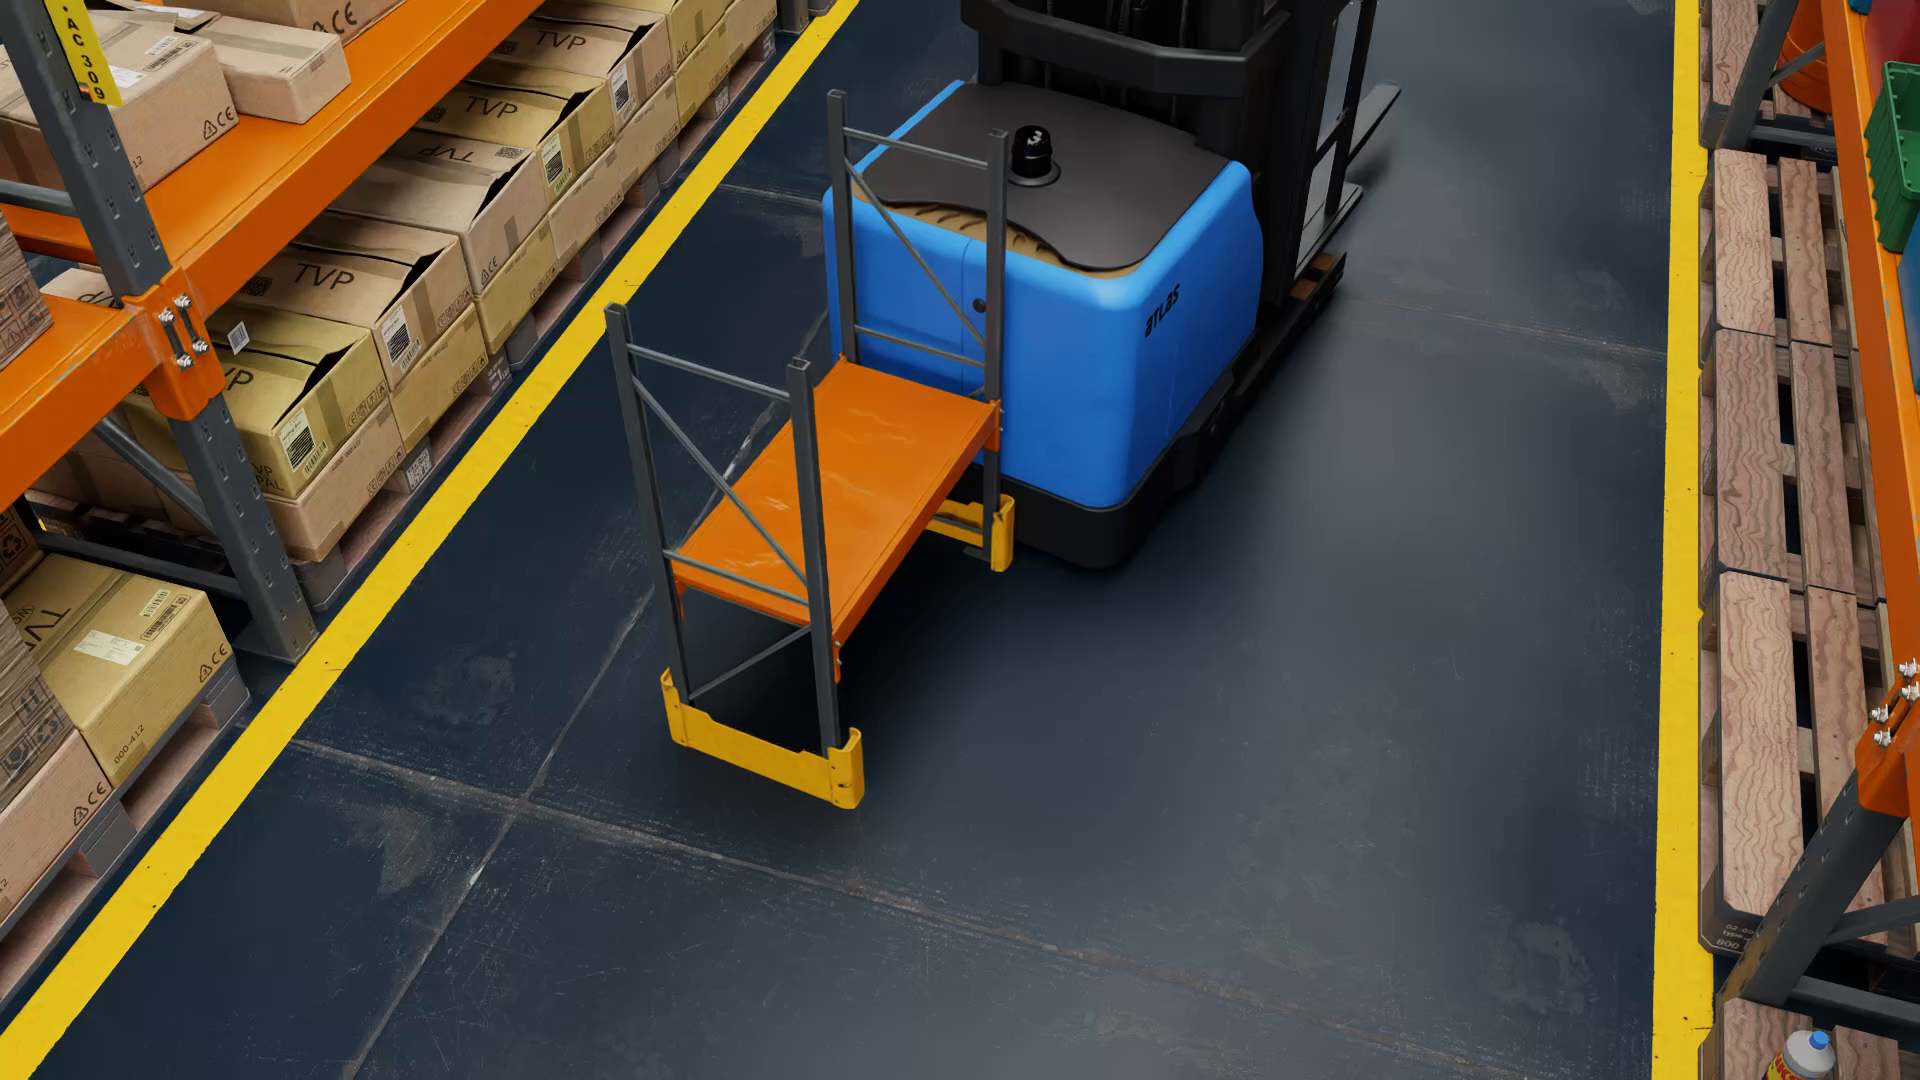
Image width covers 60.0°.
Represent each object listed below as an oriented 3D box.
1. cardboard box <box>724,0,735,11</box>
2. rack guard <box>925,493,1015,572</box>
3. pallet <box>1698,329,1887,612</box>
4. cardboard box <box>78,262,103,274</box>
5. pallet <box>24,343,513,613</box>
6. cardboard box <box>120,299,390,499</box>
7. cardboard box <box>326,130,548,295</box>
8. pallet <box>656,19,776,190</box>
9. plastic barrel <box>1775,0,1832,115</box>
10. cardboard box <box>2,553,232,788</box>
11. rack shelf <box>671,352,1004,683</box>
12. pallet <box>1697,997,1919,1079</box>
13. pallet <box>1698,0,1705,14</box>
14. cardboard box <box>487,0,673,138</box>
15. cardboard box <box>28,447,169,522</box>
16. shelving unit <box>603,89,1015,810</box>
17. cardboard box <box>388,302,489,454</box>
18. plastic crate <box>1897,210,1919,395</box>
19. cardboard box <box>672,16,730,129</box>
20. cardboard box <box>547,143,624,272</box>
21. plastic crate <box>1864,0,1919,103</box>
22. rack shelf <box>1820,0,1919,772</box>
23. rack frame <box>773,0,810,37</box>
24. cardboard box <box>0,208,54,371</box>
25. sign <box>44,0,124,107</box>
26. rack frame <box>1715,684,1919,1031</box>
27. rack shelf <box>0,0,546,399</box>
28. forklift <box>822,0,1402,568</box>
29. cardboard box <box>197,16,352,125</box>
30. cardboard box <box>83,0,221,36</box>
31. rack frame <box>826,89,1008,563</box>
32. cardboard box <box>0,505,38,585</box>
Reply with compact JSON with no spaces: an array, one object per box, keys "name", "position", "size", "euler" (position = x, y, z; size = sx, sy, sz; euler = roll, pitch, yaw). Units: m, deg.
[{"name":"cardboard box","position":[-1.114,-2.483,6.908],"size":[0.500,0.311,0.500],"euler":[14,46,14]},{"name":"rack guard","position":[-0.112,-0.098,5.171],"size":[0.587,0.250,0.087],"euler":[18,47,18]},{"name":"pallet","position":[2.887,-0.150,5.252],"size":[1.003,0.211,1.213],"euler":[13,46,13]},{"name":"cardboard box","position":[-2.401,-0.897,5.287],"size":[0.500,0.311,0.500],"euler":[14,46,14]},{"name":"pallet","position":[-2.216,-0.353,5.460],"size":[1.003,0.211,1.213],"euler":[13,46,13]},{"name":"cardboard box","position":[-2.039,-0.441,4.821],"size":[0.500,0.311,0.500],"euler":[13,46,13]},{"name":"cardboard box","position":[-1.727,-1.119,5.513],"size":[0.500,0.311,0.500],"euler":[11,45,11]},{"name":"pallet","position":[-1.477,-1.980,7.122],"size":[1.003,0.211,1.213],"euler":[13,46,13]},{"name":"plastic barrel","position":[3.661,-2.169,6.574],"size":[0.600,0.830,0.708],"euler":[13,46,13]},{"name":"cardboard box","position":[-2.334,0.337,4.426],"size":[0.500,0.250,0.500],"euler":[13,46,13]},{"name":"rack shelf","position":[-0.328,-0.095,4.532],"size":[0.538,0.185,1.000],"euler":[18,47,18]},{"name":"pallet","position":[2.075,1.637,3.427],"size":[1.003,0.211,1.213],"euler":[13,46,13]},{"name":"pallet","position":[4.100,-2.813,7.974],"size":[1.003,0.211,1.213],"euler":[13,46,13]},{"name":"cardboard box","position":[-1.421,-1.800,6.209],"size":[0.500,0.311,0.500],"euler":[12,46,12]},{"name":"cardboard box","position":[-2.552,-0.356,5.135],"size":[0.500,0.250,0.500],"euler":[12,46,12]},{"name":"shelving unit","position":[-0.324,-0.229,4.412],"size":[0.587,1.500,1.083],"euler":[18,47,18]},{"name":"cardboard box","position":[-1.887,-0.575,5.358],"size":[0.500,0.250,0.500],"euler":[14,46,14]},{"name":"plastic crate","position":[2.356,-0.594,3.724],"size":[0.392,0.384,0.575],"euler":[13,46,13]},{"name":"cardboard box","position":[-1.270,-1.938,6.751],"size":[0.500,0.250,0.500],"euler":[12,46,12]},{"name":"cardboard box","position":[-1.578,-1.259,6.058],"size":[0.500,0.250,0.500],"euler":[13,46,13]},{"name":"plastic crate","position":[2.748,-1.476,4.568],"size":[0.402,0.464,0.583],"euler":[13,46,13]},{"name":"rack shelf","position":[2.924,-0.875,4.514],"size":[1.077,0.370,4.000],"euler":[13,46,13]},{"name":"rack frame","position":[-1.190,-3.517,6.699],"size":[1.000,3.000,0.127],"euler":[13,46,13]},{"name":"cardboard box","position":[-2.530,-0.589,3.636],"size":[0.700,0.500,0.500],"euler":[11,46,11]},{"name":"sign","position":[-1.872,-1.072,3.525],"size":[0.100,0.325,0.005],"euler":[13,46,13]},{"name":"rack frame","position":[2.318,0.201,2.900],"size":[1.000,3.000,0.127],"euler":[13,46,13]},{"name":"rack shelf","position":[-1.796,-1.927,5.589],"size":[1.077,0.370,4.000],"euler":[13,46,13]},{"name":"forklift","position":[0.767,-1.980,5.178],"size":[1.130,2.935,3.031],"euler":[22,49,21]},{"name":"cardboard box","position":[-1.938,-1.308,4.622],"size":[0.380,0.149,0.250],"euler":[13,46,13]},{"name":"cardboard box","position":[-2.310,-1.428,4.660],"size":[0.396,0.266,0.258],"euler":[12,46,12]},{"name":"rack frame","position":[-0.111,-0.545,4.735],"size":[0.500,1.500,0.032],"euler":[18,47,18]},{"name":"cardboard box","position":[-2.840,-0.043,4.279],"size":[0.500,0.500,0.500],"euler":[13,46,13]}]
